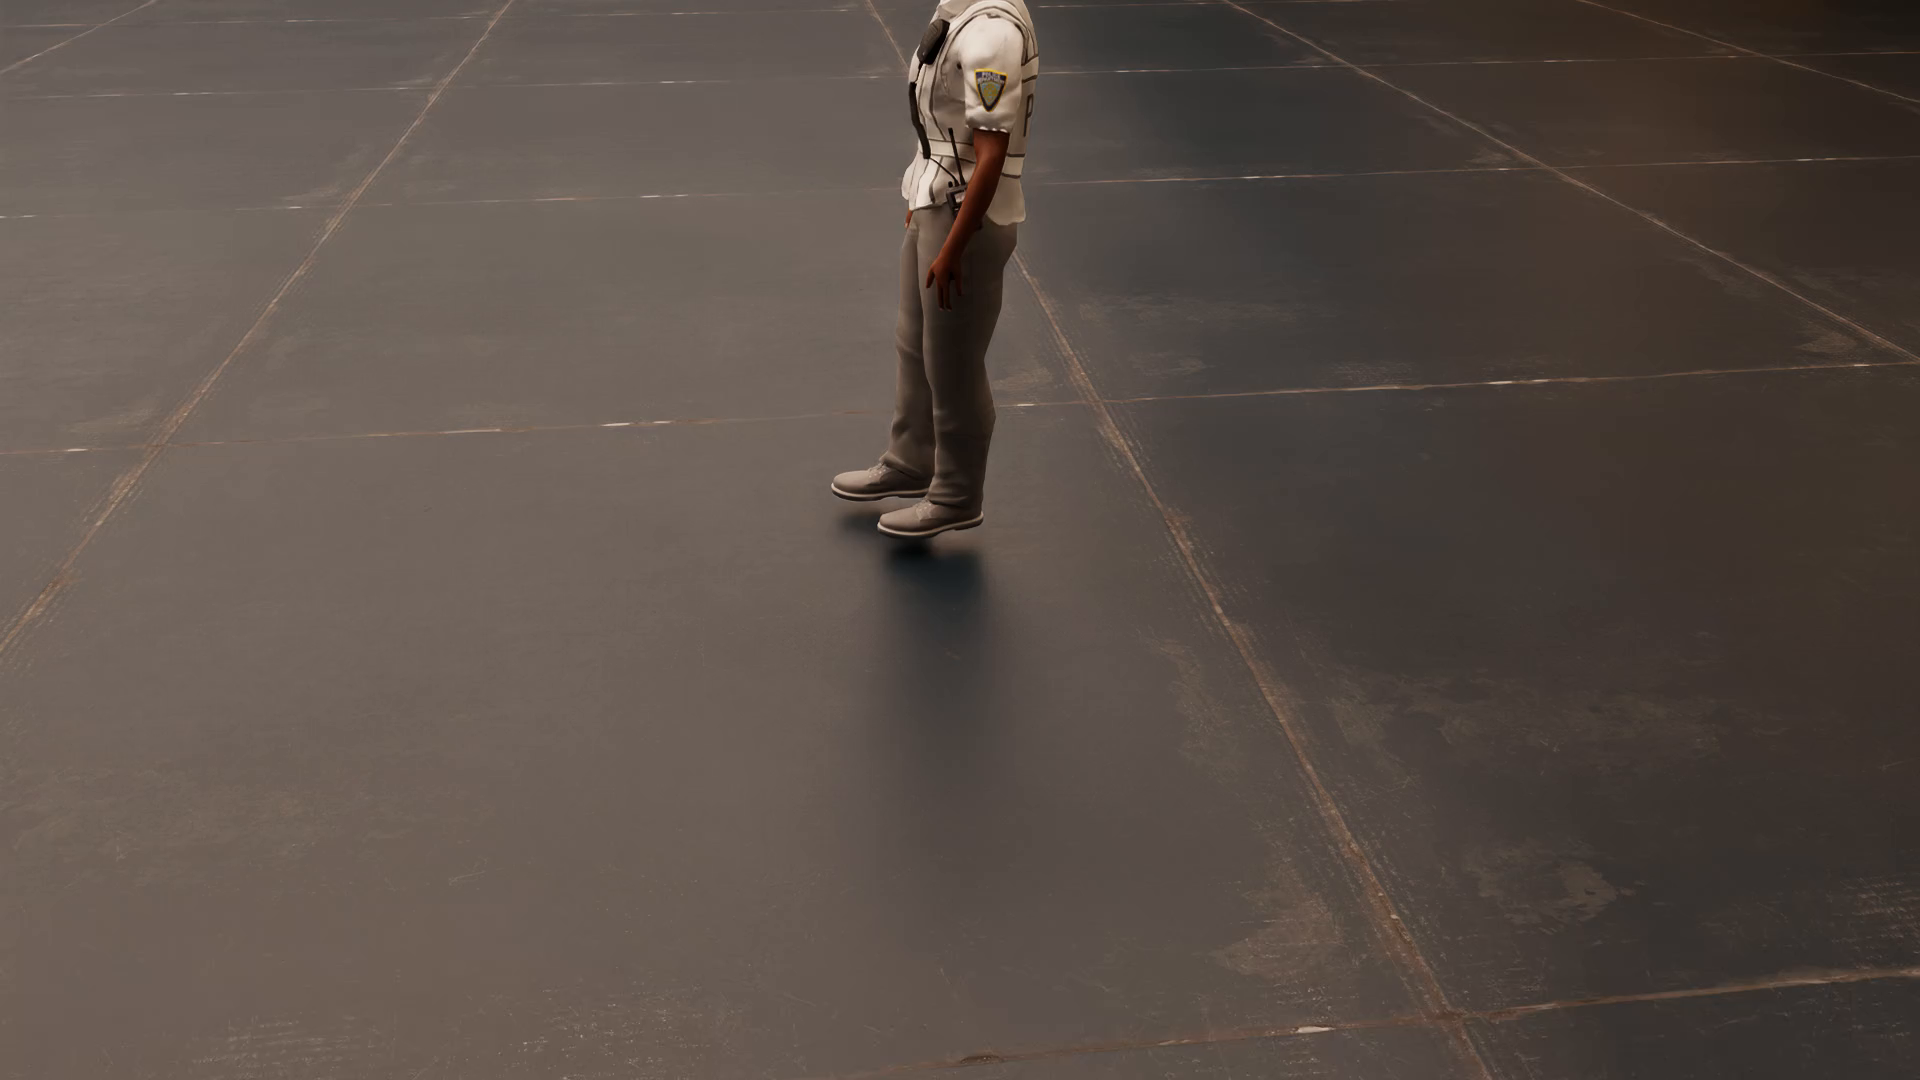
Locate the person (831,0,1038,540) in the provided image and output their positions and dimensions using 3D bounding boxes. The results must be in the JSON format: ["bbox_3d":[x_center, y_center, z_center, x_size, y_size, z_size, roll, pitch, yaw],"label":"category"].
[{"bbox_3d":[-0.077,-0.811,4.226,0.528,1.695,0.569,-3,26,-7],"label":"person"}]
